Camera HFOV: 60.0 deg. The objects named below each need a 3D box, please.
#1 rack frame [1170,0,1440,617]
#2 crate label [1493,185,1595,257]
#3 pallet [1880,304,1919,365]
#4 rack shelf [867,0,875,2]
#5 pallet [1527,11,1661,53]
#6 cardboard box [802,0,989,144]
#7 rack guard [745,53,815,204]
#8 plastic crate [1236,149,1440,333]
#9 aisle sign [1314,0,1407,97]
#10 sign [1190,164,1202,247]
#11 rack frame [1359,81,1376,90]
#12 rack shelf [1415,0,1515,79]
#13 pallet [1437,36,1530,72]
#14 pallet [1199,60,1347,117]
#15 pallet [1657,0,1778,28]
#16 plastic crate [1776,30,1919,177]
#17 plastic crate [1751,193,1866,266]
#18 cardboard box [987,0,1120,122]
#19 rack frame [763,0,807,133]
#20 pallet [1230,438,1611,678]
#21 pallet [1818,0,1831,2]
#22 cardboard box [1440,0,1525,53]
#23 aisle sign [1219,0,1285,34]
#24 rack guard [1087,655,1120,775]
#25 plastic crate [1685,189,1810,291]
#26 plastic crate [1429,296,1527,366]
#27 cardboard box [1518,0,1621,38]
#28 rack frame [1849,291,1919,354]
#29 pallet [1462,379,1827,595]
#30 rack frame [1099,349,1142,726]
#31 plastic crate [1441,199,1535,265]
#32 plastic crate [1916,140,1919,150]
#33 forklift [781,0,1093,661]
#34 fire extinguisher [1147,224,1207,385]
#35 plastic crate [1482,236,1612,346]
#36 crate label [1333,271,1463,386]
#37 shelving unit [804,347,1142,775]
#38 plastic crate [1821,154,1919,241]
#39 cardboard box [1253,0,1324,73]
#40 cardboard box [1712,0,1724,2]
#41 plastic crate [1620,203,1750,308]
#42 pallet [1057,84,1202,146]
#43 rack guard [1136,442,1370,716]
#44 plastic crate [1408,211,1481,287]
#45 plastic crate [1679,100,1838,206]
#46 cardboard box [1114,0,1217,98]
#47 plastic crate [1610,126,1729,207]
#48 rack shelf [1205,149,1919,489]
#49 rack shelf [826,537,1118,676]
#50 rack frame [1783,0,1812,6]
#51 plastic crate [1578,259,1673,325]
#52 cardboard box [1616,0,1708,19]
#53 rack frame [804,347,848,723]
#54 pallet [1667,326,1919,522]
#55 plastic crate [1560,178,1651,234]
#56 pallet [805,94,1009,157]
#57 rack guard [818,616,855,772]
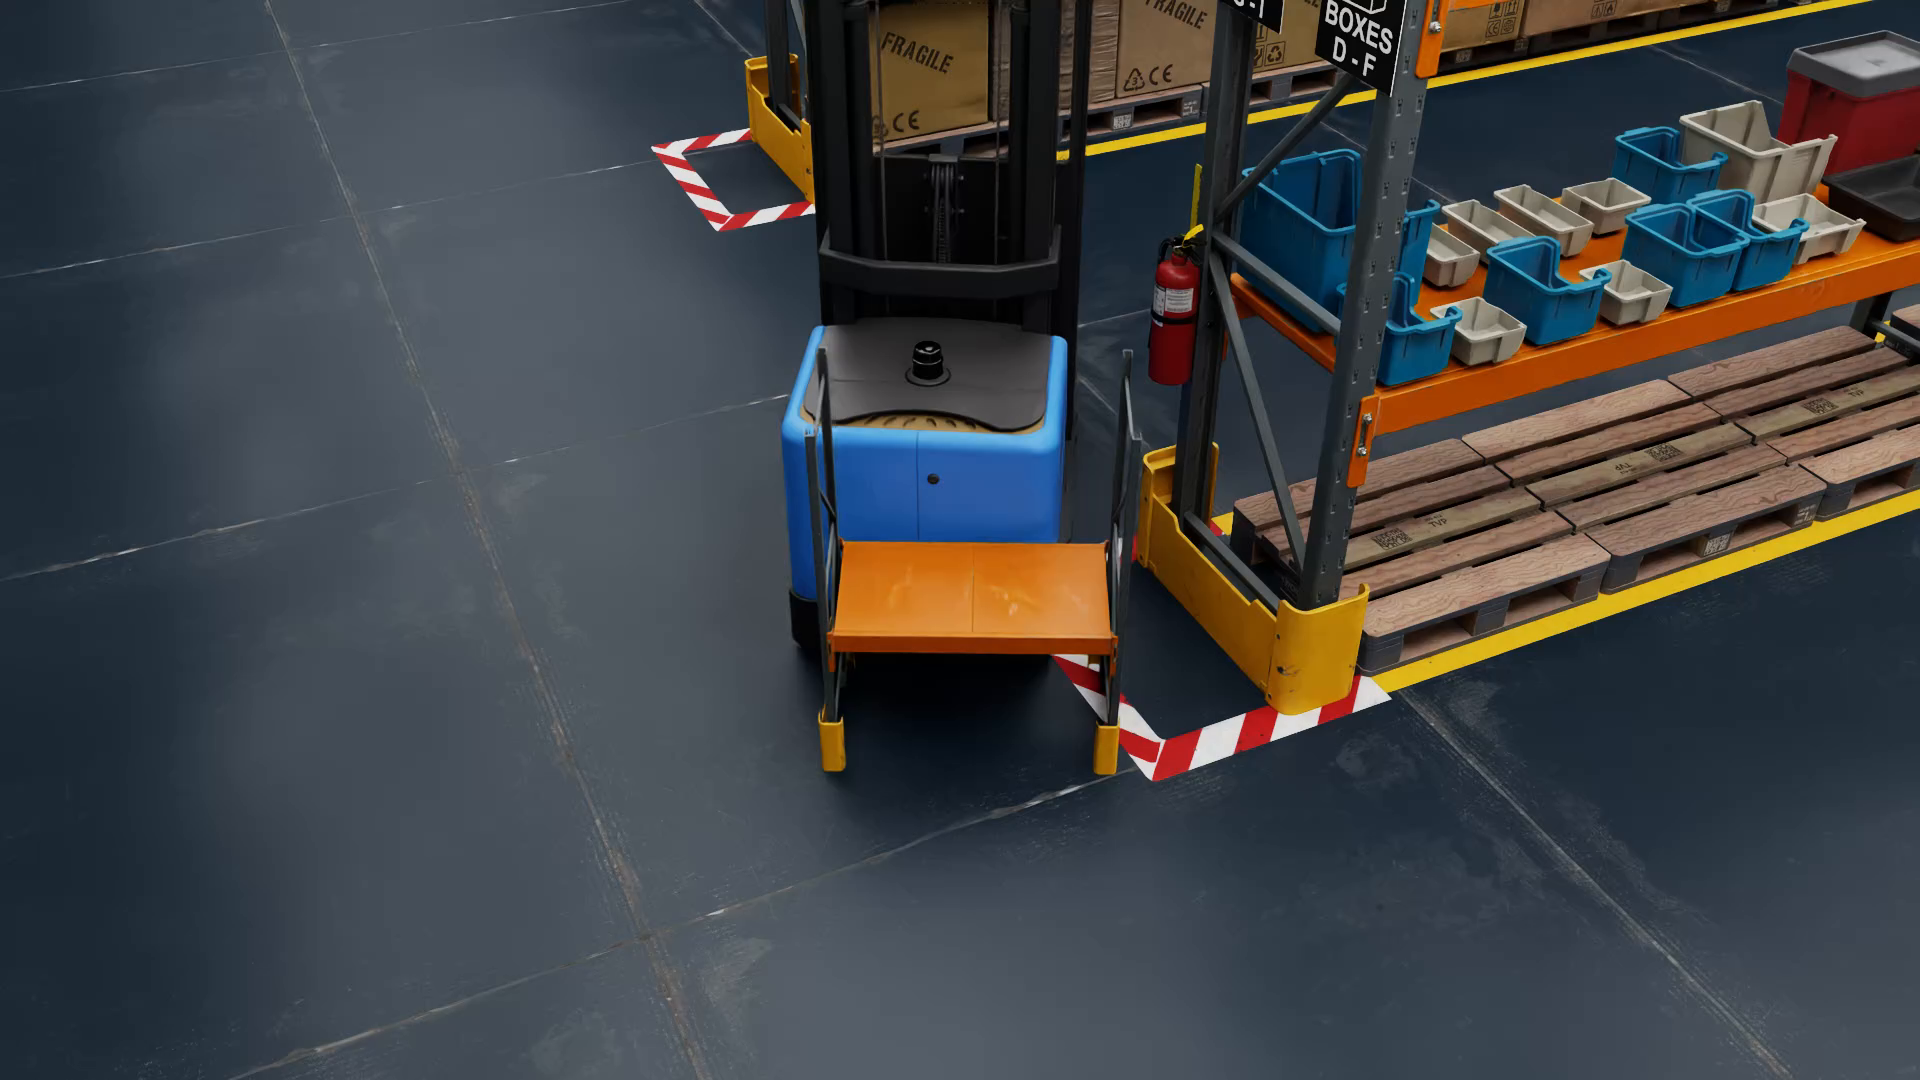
[{"bbox_3d":[1.154,-0.893,5.937,0.127,3.000,1.000,-16,39,-20],"label":"rack frame"},{"bbox_3d":[2.325,-1.265,6.608,0.243,0.136,0.396,-16,39,-20],"label":"crate label"},{"bbox_3d":[5.491,-0.959,8.365,1.213,0.211,1.003,-16,39,-20],"label":"pallet"},{"bbox_3d":[0.860,-3.782,10.435,4.000,0.370,1.077,-16,39,-20],"label":"rack shelf"},{"bbox_3d":[4.443,-4.004,12.471,1.213,0.211,1.003,-16,39,-20],"label":"pallet"},{"bbox_3d":[-0.405,-3.085,10.322,0.875,0.875,0.875,-16,39,-20],"label":"cardboard box"},{"bbox_3d":[-0.972,-2.554,10.274,0.348,0.500,1.175,-16,39,-20],"label":"rack guard"},{"bbox_3d":[1.377,-1.117,6.158,0.499,0.435,0.616,-16,39,-20],"label":"plastic crate"},{"bbox_3d":[1.215,-1.759,4.922,0.004,0.787,0.394,-16,39,-20],"label":"aisle sign"},{"bbox_3d":[0.905,-1.251,6.282,0.005,0.325,0.100,-16,39,-20],"label":"sign"},{"bbox_3d":[2.670,-4.577,10.903,0.127,3.000,1.000,-16,39,-20],"label":"rack frame"},{"bbox_3d":[2.964,-2.315,5.940,4.000,0.370,1.077,-16,39,-20],"label":"rack shelf"},{"bbox_3d":[3.337,-3.693,12.052,1.213,0.211,1.003,-16,39,-20],"label":"pallet"},{"bbox_3d":[1.949,-3.307,11.531,1.213,0.211,1.003,-16,39,-20],"label":"pallet"},{"bbox_3d":[5.546,-4.310,12.884,1.213,0.211,1.003,-16,39,-20],"label":"pallet"},{"bbox_3d":[3.860,-1.865,7.142,0.583,0.464,0.402,-16,39,-20],"label":"plastic crate"},{"bbox_3d":[3.326,-1.221,6.549,0.466,0.136,0.293,-16,39,-20],"label":"plastic crate"},{"bbox_3d":[0.418,-3.315,10.633,0.875,0.875,0.875,-16,39,-20],"label":"cardboard box"},{"bbox_3d":[-0.951,-3.564,9.538,0.127,3.000,1.000,-16,39,-20],"label":"rack frame"},{"bbox_3d":[1.917,0.039,7.021,1.213,0.211,1.003,-16,39,-20],"label":"pallet"},{"bbox_3d":[6.999,-4.666,13.364,1.213,0.211,1.003,-16,39,-20],"label":"pallet"},{"bbox_3d":[3.241,-4.065,11.644,0.875,0.875,1.225,-15,39,-20],"label":"cardboard box"},{"bbox_3d":[0.964,-2.077,5.351,0.004,0.787,0.394,-16,39,-20],"label":"aisle sign"},{"bbox_3d":[0.536,0.576,6.231,0.087,0.250,0.587,1,40,1],"label":"rack guard"},{"bbox_3d":[2.981,-1.144,6.365,0.300,0.233,0.416,-16,39,-20],"label":"plastic crate"},{"bbox_3d":[1.843,-0.733,5.891,0.298,0.136,0.250,-16,39,-20],"label":"plastic crate"},{"bbox_3d":[4.050,-4.292,11.949,0.875,0.875,1.225,-17,40,-21],"label":"cardboard box"},{"bbox_3d":[4.775,-1.906,7.302,0.127,3.000,1.000,-16,39,-20],"label":"rack frame"},{"bbox_3d":[3.020,-0.268,7.434,1.213,0.211,1.003,-16,39,-20],"label":"pallet"},{"bbox_3d":[0.554,0.100,5.826,0.032,1.500,0.500,1,40,1],"label":"rack frame"},{"bbox_3d":[2.083,-1.181,6.496,0.243,0.136,0.396,-16,39,-20],"label":"plastic crate"},{"bbox_3d":[4.293,-1.783,7.307,0.243,0.136,0.396,-16,39,-20],"label":"plastic crate"},{"bbox_3d":[-0.022,-1.568,6.903,1.130,2.935,3.031,3,37,4],"label":"forklift"},{"bbox_3d":[0.824,-0.919,6.350,0.183,0.674,0.296,-16,39,-20],"label":"fire extinguisher"},{"bbox_3d":[2.113,-0.902,6.038,0.300,0.233,0.416,-16,39,-20],"label":"plastic crate"},{"bbox_3d":[1.517,-0.735,5.813,0.303,0.233,0.416,-16,39,-20],"label":"crate label"},{"bbox_3d":[0.037,0.094,5.834,1.083,1.500,0.587,1,40,1],"label":"shelving unit"},{"bbox_3d":[3.876,-1.391,6.788,0.590,0.125,0.437,-16,39,-20],"label":"plastic crate"},{"bbox_3d":[2.039,-3.768,11.244,0.875,0.875,0.875,-16,39,-20],"label":"cardboard box"},{"bbox_3d":[5.658,-4.741,12.555,0.875,0.875,1.225,-17,40,-22],"label":"cardboard box"},{"bbox_3d":[2.709,-1.068,6.263,0.300,0.233,0.416,-16,39,-20],"label":"plastic crate"},{"bbox_3d":[0.843,-2.995,11.111,1.213,0.211,1.003,-16,39,-20],"label":"pallet"},{"bbox_3d":[1.137,0.124,6.664,0.348,0.500,1.175,-16,39,-20],"label":"rack guard"},{"bbox_3d":[1.815,-1.116,6.407,0.243,0.136,0.396,-16,39,-20],"label":"plastic crate"},{"bbox_3d":[3.314,-1.595,6.932,0.530,0.282,0.437,-16,39,-20],"label":"plastic crate"},{"bbox_3d":[1.224,-3.540,10.936,0.875,0.875,0.875,-16,39,-20],"label":"cardboard box"},{"bbox_3d":[2.904,-1.508,6.856,0.300,0.233,0.416,-16,39,-20],"label":"plastic crate"},{"bbox_3d":[2.964,-1.111,6.833,4.000,0.370,1.077,-16,39,-20],"label":"rack shelf"},{"bbox_3d":[0.046,0.232,5.950,1.000,0.185,0.538,1,40,1],"label":"rack shelf"},{"bbox_3d":[6.291,-5.589,12.268,0.127,3.000,1.000,-16,39,-20],"label":"rack frame"},{"bbox_3d":[2.457,-0.905,6.123,0.298,0.136,0.250,-16,39,-20],"label":"plastic crate"},{"bbox_3d":[4.847,-4.520,12.257,0.875,0.875,1.225,-15,39,-20],"label":"cardboard box"},{"bbox_3d":[-0.462,0.089,5.841,0.032,1.500,0.500,1,40,1],"label":"rack frame"},{"bbox_3d":[4.126,-0.579,7.853,1.213,0.211,1.003,-16,39,-20],"label":"pallet"},{"bbox_3d":[2.585,-1.350,6.723,0.250,0.136,0.298,-16,39,-20],"label":"plastic crate"},{"bbox_3d":[-0.260,-2.689,10.698,1.213,0.211,1.003,-16,39,-20],"label":"pallet"},{"bbox_3d":[-0.460,0.566,6.246,0.087,0.250,0.587,1,40,1],"label":"rack guard"}]
